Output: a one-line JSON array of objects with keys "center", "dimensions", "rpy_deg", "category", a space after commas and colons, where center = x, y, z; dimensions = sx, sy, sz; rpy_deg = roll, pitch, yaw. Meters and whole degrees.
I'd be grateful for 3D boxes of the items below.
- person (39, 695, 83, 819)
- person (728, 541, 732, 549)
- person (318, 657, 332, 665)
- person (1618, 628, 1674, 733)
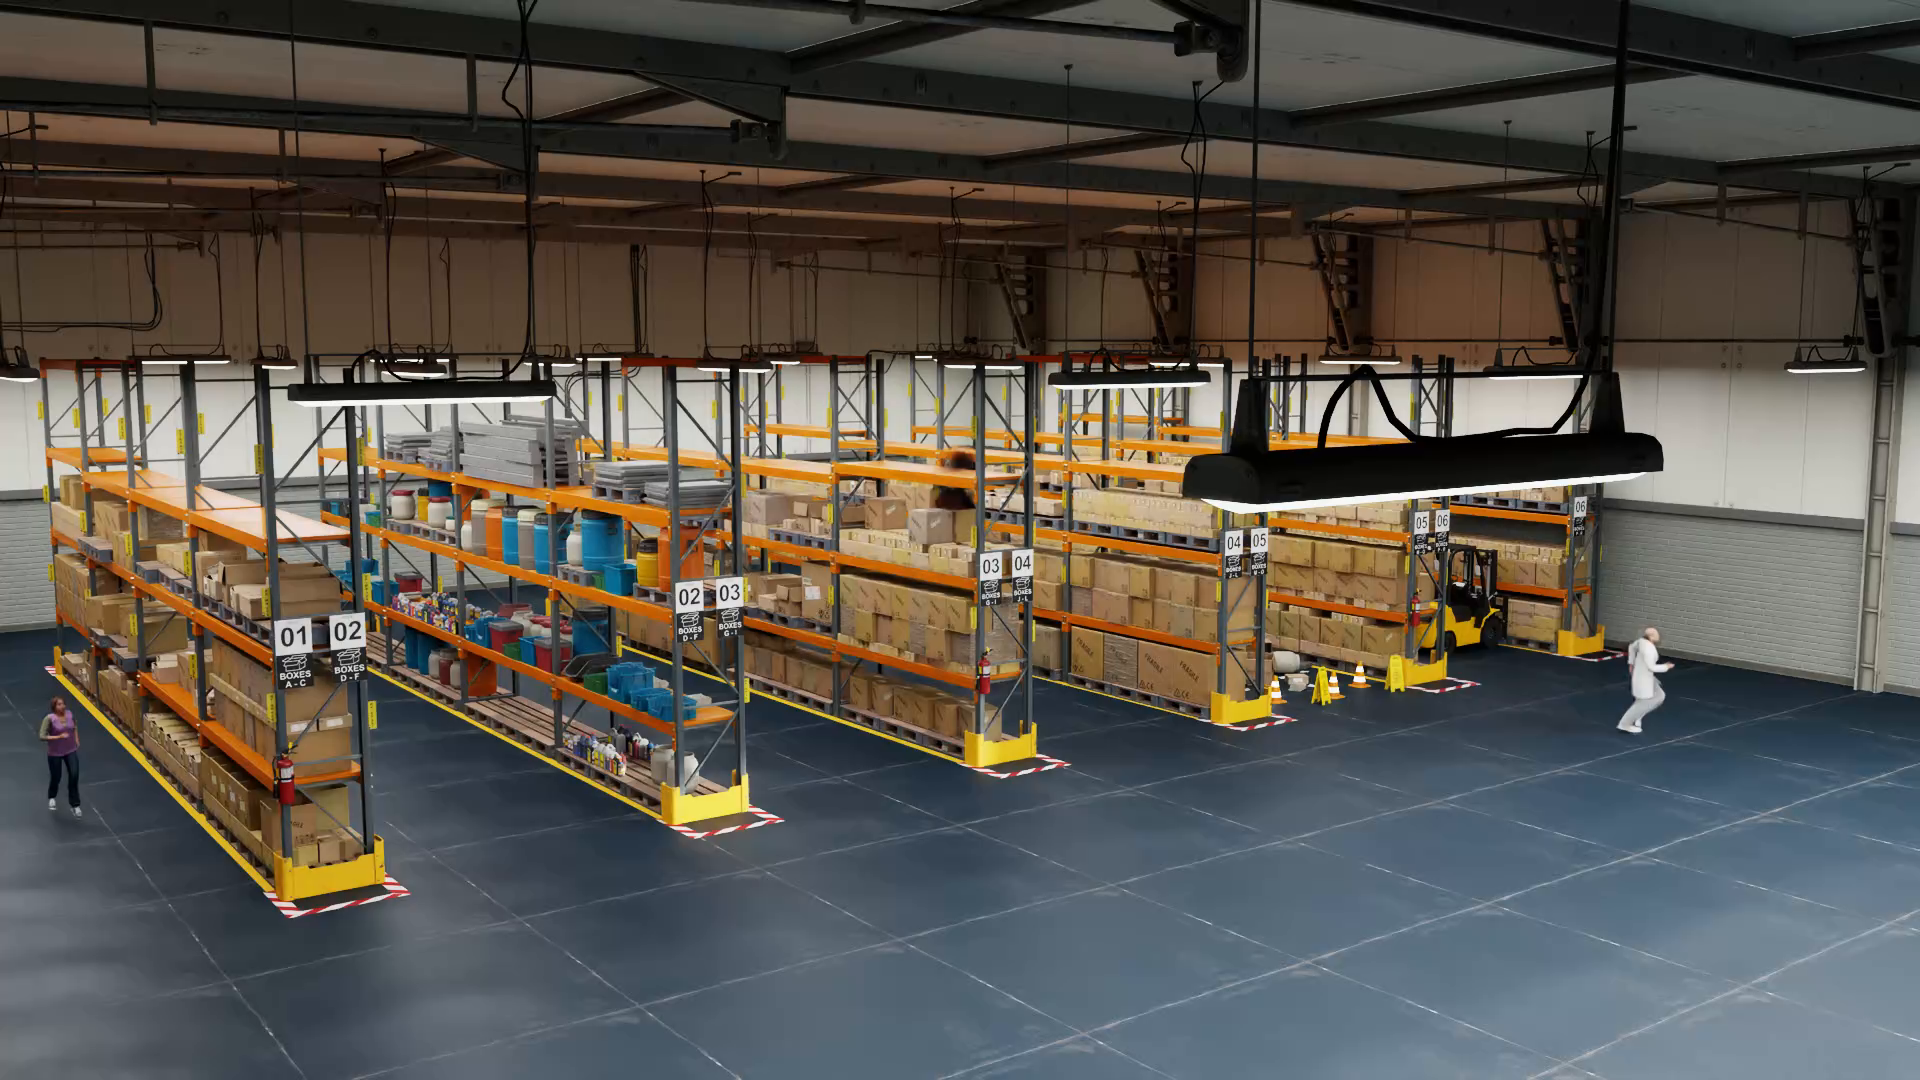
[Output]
[{"center": [-11.989, 2.868, 22.156], "dimensions": [0.778, 1.631, 0.554], "rpy_deg": [6, 9, 41], "category": "person"}, {"center": [-5.593, 0.549, 41.682], "dimensions": [0.769, 1.666, 0.659], "rpy_deg": [-3, 7, -23], "category": "person"}, {"center": [-10.857, 2.155, 28.165], "dimensions": [0.604, 1.647, 0.790], "rpy_deg": [-5, 9, -37], "category": "person"}, {"center": [11.035, 2.256, 26.727], "dimensions": [0.794, 1.727, 0.759], "rpy_deg": [2, 7, 19], "category": "person"}]
